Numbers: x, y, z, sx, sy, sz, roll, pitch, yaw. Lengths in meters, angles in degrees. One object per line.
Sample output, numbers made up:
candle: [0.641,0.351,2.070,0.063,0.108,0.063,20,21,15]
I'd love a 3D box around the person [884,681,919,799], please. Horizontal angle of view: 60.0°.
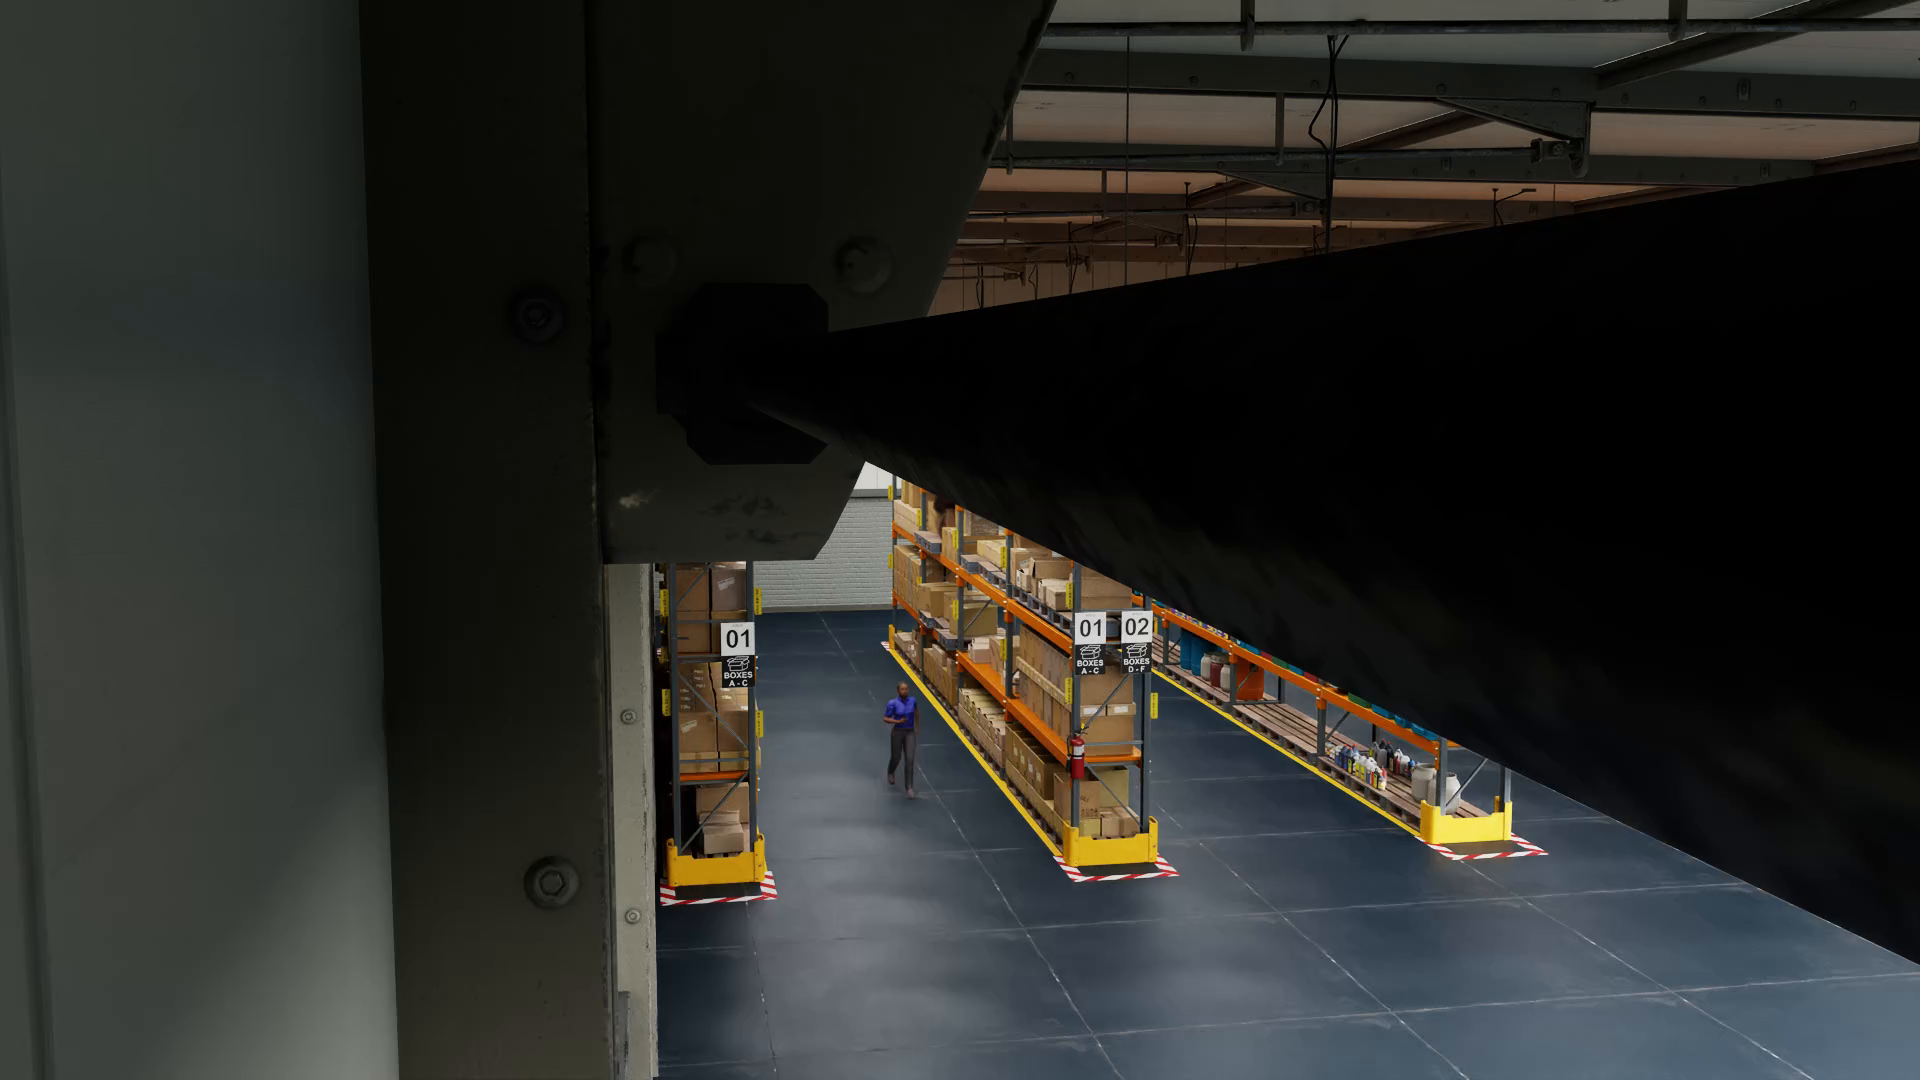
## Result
person: [-0.847,2.866,24.288,0.596,1.649,0.898,-2,7,-19]
